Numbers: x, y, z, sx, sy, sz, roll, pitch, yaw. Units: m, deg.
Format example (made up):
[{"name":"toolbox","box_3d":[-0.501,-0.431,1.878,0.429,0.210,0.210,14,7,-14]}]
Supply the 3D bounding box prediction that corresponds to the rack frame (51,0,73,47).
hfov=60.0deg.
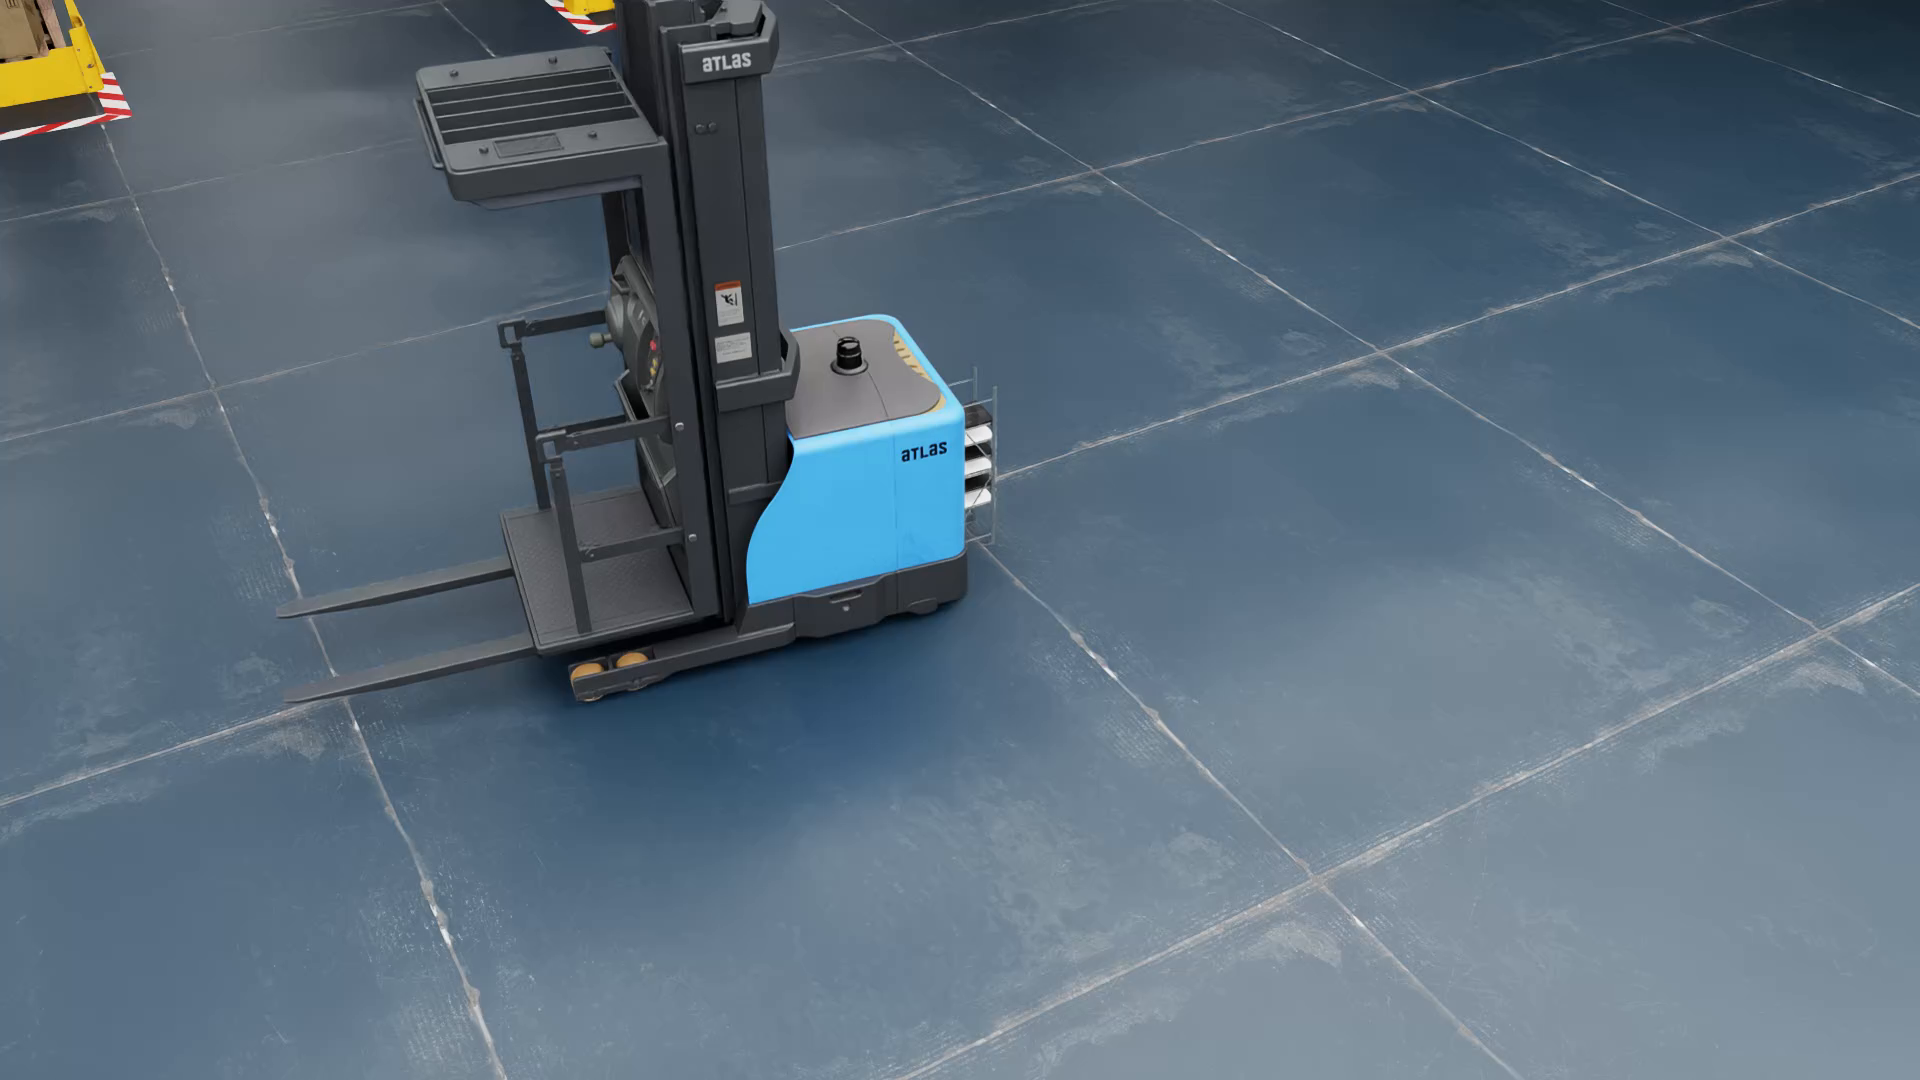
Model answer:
[{"name":"rack frame","box_3d":[-7.291,-4.635,12.053,1.000,3.000,0.127,-19,40,-24]}]

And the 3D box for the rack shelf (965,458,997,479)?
[{"name":"rack shelf","box_3d":[0.017,-0.342,8.012,0.258,0.077,0.200,-17,39,-21]}]

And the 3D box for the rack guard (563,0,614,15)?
[{"name":"rack guard","box_3d":[-2.939,-5.031,14.715,1.175,0.500,0.348,-19,40,-24]}]

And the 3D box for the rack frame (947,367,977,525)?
[{"name":"rack frame","box_3d":[-0.029,-0.422,8.065,0.240,0.900,0.006,-17,39,-21]}]

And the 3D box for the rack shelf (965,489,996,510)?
[{"name":"rack shelf","box_3d":[0.017,-0.197,8.118,0.258,0.077,0.200,-17,39,-21]}]

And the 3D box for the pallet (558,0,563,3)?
[{"name":"pallet","box_3d":[-3.421,-5.311,15.343,1.003,0.211,1.213,-19,40,-24]}]

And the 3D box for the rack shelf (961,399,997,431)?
[{"name":"rack shelf","box_3d":[0.017,-0.560,7.852,0.258,0.077,0.200,-17,39,-21]}]

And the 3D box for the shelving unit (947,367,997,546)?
[{"name":"shelving unit","box_3d":[0.017,-0.369,7.992,0.258,0.900,0.210,-17,39,-21]}]

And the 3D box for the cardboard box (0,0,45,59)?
[{"name":"cardboard box","box_3d":[-7.590,-4.118,13.109,0.500,0.500,0.500,-12,38,-16]}]

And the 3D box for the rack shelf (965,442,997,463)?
[{"name":"rack shelf","box_3d":[0.017,-0.415,7.959,0.258,0.077,0.200,-17,39,-21]}]

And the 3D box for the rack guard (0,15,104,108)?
[{"name":"rack guard","box_3d":[-7.329,-3.664,12.843,1.175,0.500,0.348,-19,40,-24]}]

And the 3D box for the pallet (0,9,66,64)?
[{"name":"pallet","box_3d":[-7.706,-3.972,13.510,1.003,0.211,1.213,-19,40,-24]}]

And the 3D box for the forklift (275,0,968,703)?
[{"name":"forklift","box_3d":[-1.536,-0.833,6.905,3.031,2.935,1.130,-13,38,-17]}]

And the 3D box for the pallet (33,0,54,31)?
[{"name":"pallet","box_3d":[-8.315,-4.594,14.361,1.003,0.211,1.213,-19,40,-24]}]

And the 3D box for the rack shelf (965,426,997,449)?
[{"name":"rack shelf","box_3d":[0.017,-0.487,7.905,0.258,0.077,0.200,-17,39,-21]}]

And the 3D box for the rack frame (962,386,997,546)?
[{"name":"rack frame","box_3d":[0.063,-0.315,7.919,0.240,0.900,0.006,-17,39,-21]}]

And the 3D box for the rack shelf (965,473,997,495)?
[{"name":"rack shelf","box_3d":[0.017,-0.269,8.065,0.258,0.077,0.200,-17,39,-21]}]
